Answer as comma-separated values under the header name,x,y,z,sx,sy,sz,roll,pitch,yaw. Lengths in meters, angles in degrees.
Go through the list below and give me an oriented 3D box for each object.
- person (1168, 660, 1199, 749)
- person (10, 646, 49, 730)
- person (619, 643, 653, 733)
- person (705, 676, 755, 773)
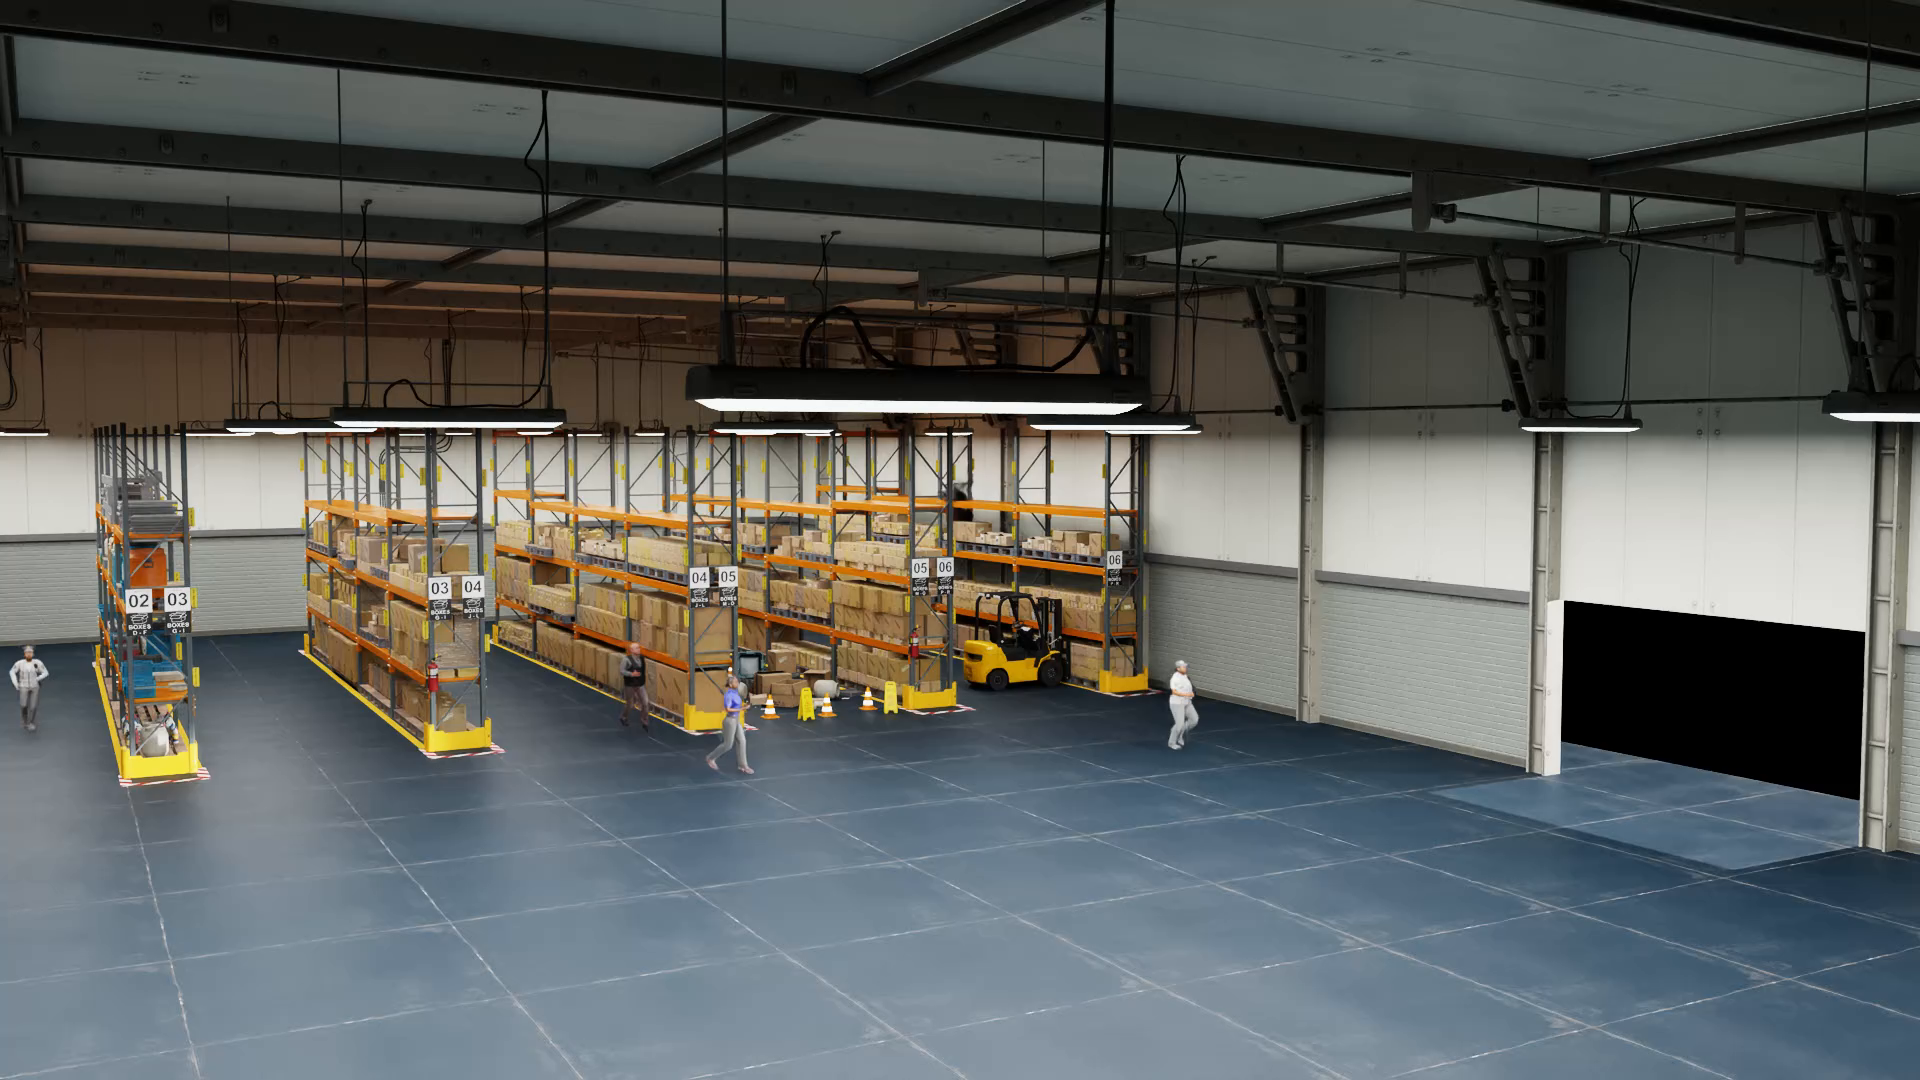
name,x,y,z,sx,sy,sz,roll,pitch,yaw
person,4.109,3.035,30.698,0.570,1.638,0.661,2,4,34
person,-18.254,2.899,32.633,0.667,1.666,0.532,-2,4,-29
person,-6.401,2.890,32.653,0.686,1.736,0.932,-3,5,-44
person,-3.946,3.159,28.509,0.864,1.666,0.609,1,4,10
